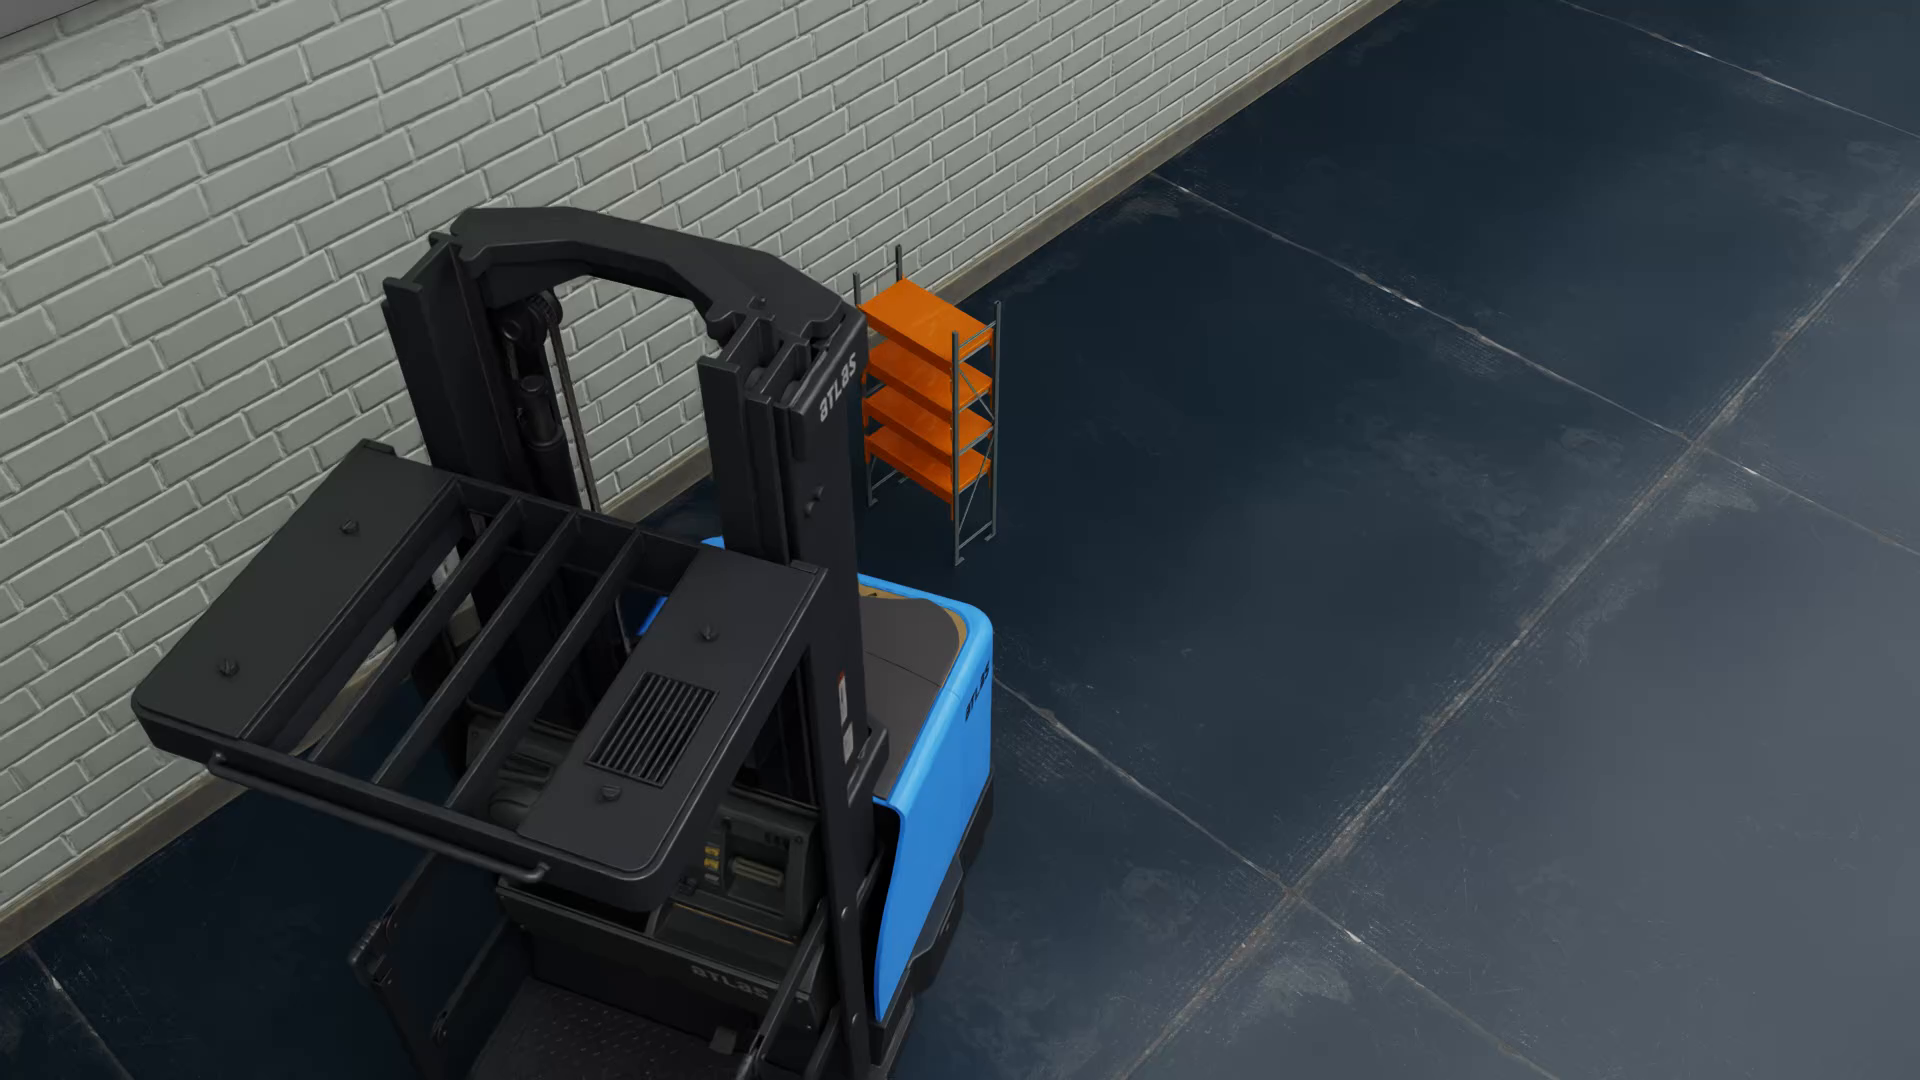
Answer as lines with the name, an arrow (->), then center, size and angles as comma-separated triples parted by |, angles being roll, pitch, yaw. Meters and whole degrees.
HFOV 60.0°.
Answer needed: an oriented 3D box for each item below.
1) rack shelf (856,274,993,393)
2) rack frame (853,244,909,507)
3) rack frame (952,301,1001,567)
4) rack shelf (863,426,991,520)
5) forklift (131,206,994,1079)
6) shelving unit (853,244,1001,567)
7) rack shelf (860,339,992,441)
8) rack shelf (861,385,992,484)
rack shelf -> -0.122, -0.762, 6.103 | 0.480, 0.148, 0.258 | 34, 55, 28
rack frame -> -0.301, -0.613, 6.503 | 0.015, 1.200, 0.240 | 34, 55, 28
rack frame -> 0.058, -0.372, 6.276 | 0.015, 1.200, 0.240 | 34, 55, 28
rack shelf -> -0.122, -0.311, 6.583 | 0.480, 0.148, 0.258 | 34, 55, 28
forklift -> -0.873, 0.831, 3.959 | 1.130, 2.935, 3.031 | 15, 49, 14
shelving unit -> -0.122, -0.493, 6.389 | 0.503, 1.200, 0.258 | 34, 55, 28
rack shelf -> -0.122, -0.600, 6.275 | 0.480, 0.148, 0.258 | 34, 55, 28
rack shelf -> -0.122, -0.446, 6.438 | 0.480, 0.148, 0.258 | 34, 55, 28
